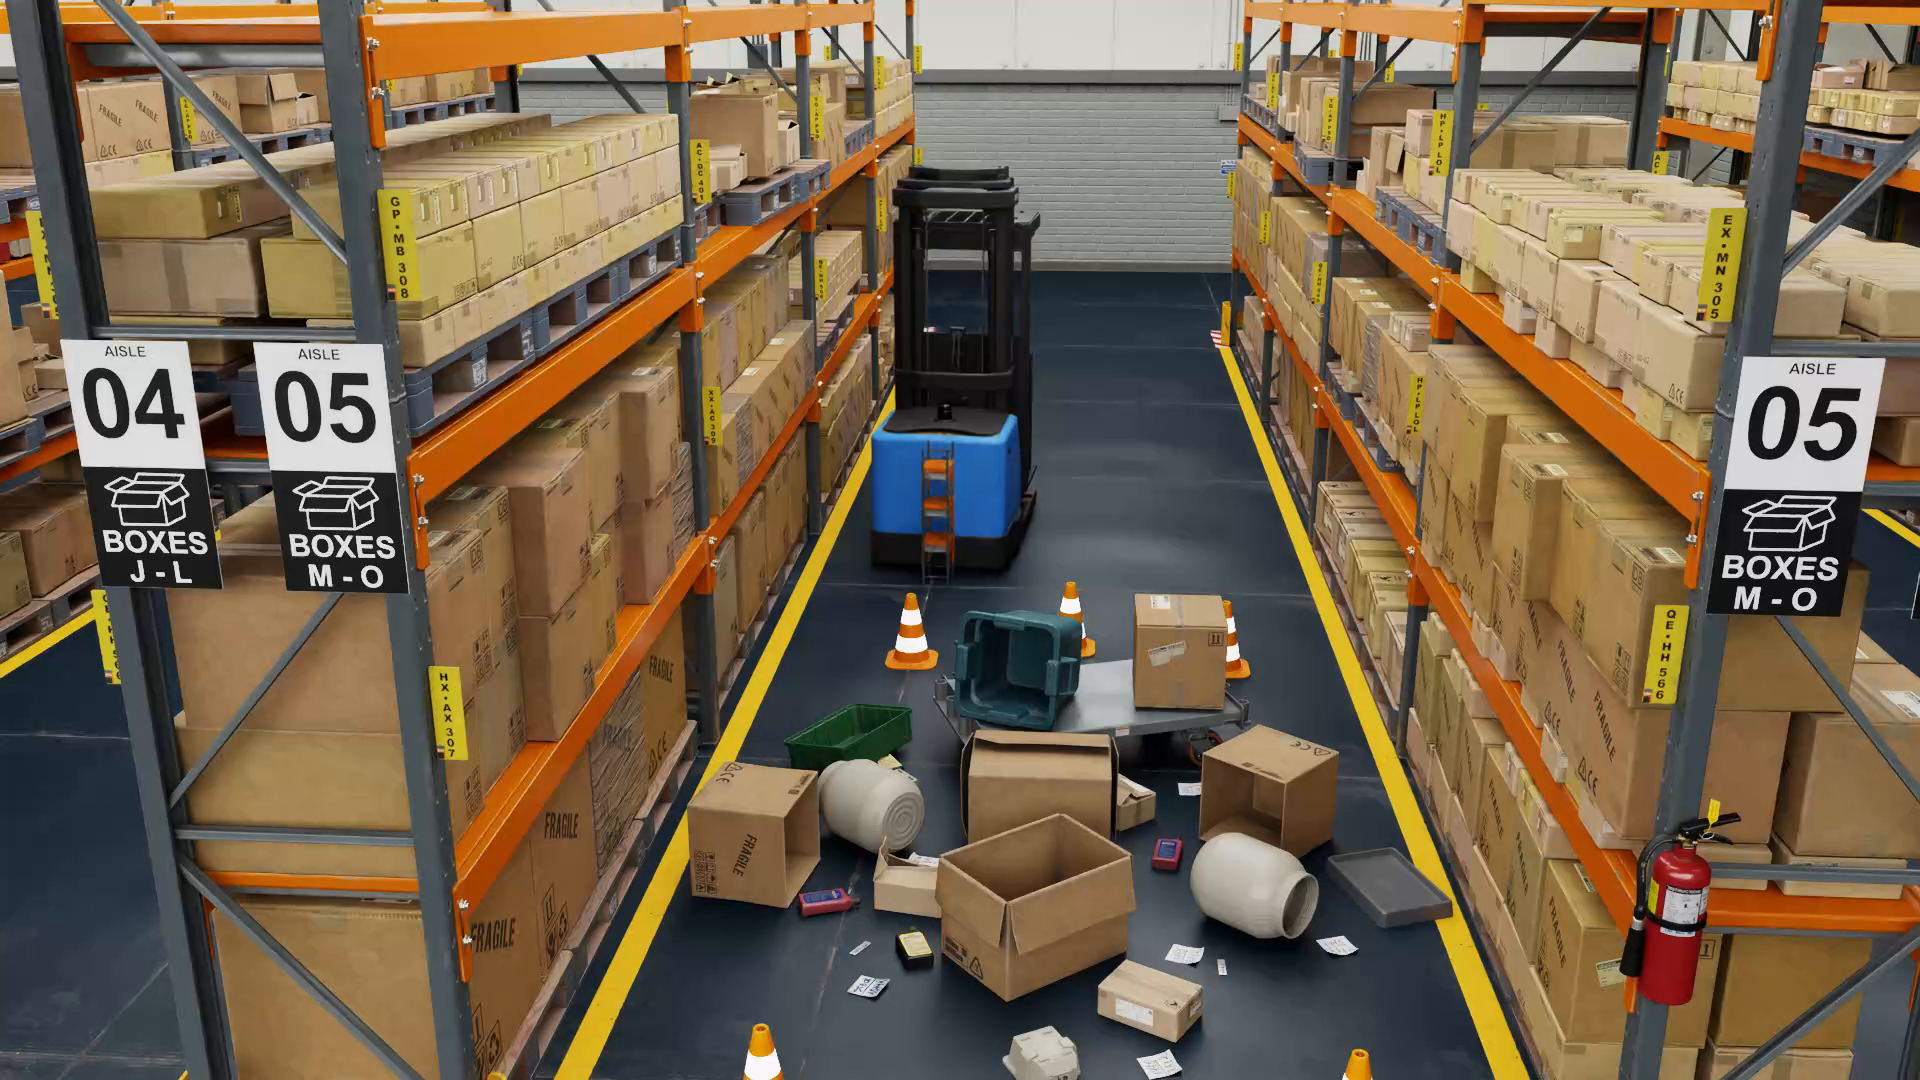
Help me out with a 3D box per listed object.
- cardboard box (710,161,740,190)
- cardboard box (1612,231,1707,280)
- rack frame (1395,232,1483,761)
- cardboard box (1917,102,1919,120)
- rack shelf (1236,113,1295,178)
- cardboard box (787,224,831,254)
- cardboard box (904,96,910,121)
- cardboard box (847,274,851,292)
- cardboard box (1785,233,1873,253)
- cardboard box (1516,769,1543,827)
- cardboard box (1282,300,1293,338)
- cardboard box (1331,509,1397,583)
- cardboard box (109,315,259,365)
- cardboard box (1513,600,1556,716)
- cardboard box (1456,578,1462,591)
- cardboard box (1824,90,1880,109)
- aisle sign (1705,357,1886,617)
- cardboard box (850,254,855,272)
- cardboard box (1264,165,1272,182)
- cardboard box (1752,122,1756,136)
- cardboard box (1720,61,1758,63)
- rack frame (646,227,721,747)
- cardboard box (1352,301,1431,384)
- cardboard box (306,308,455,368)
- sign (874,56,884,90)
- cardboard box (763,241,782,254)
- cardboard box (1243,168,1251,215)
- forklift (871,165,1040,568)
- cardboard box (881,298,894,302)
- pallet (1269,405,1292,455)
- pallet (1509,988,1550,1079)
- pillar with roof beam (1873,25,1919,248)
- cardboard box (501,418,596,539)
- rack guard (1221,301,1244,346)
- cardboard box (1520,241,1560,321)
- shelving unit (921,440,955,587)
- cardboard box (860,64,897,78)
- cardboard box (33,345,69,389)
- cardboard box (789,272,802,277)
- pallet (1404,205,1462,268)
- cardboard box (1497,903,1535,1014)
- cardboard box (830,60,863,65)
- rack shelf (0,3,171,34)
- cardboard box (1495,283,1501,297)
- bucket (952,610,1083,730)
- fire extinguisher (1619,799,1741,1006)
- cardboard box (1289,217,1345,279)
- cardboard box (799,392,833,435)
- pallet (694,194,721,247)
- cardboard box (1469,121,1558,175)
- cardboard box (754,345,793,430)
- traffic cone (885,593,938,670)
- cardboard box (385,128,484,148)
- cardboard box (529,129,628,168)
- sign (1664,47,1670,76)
[{"bbox_3d":[-1.560,-2.229,10.159,0.380,0.149,0.250,1,18,4],"label":"cardboard box"},{"bbox_3d":[2.619,-1.034,6.066,0.380,0.149,0.250,1,18,4],"label":"cardboard box"},{"bbox_3d":[3.025,-0.167,9.116,1.000,3.000,0.127,1,18,4],"label":"rack frame"},{"bbox_3d":[8.085,-3.501,13.596,0.380,0.149,0.250,1,18,4],"label":"cardboard box"},{"bbox_3d":[3.742,-4.356,18.239,1.077,0.370,4.000,1,18,4],"label":"rack shelf"},{"bbox_3d":[-1.594,-3.076,17.356,0.500,0.500,0.500,1,18,4],"label":"cardboard box"},{"bbox_3d":[-0.858,-5.022,19.354,0.500,0.250,0.500,1,18,4],"label":"cardboard box"},{"bbox_3d":[-1.234,-2.447,15.804,0.380,0.149,0.250,0,18,1],"label":"cardboard box"},{"bbox_3d":[3.063,-1.026,6.042,0.380,0.149,0.250,1,18,4],"label":"cardboard box"},{"bbox_3d":[2.516,1.070,6.837,0.380,0.149,0.250,2,18,5],"label":"cardboard box"},{"bbox_3d":[3.170,-1.975,14.874,0.500,0.250,0.500,1,18,3],"label":"cardboard box"},{"bbox_3d":[3.216,0.044,12.016,0.950,0.372,0.625,1,18,3],"label":"cardboard box"},{"bbox_3d":[-2.521,-0.668,5.395,0.380,0.149,0.250,1,18,4],"label":"cardboard box"},{"bbox_3d":[2.582,0.401,6.744,0.500,0.500,0.500,1,18,4],"label":"cardboard box"},{"bbox_3d":[2.727,0.206,8.381,0.380,0.149,0.250,1,18,4],"label":"cardboard box"},{"bbox_3d":[8.082,-3.991,15.060,0.380,0.149,0.250,1,18,3],"label":"cardboard box"},{"bbox_3d":[2.444,-0.147,4.881,0.394,0.787,0.004,1,18,4],"label":"aisle sign"},{"bbox_3d":[-1.216,-2.666,15.992,0.380,0.149,0.250,2,18,6],"label":"cardboard box"},{"bbox_3d":[3.440,-3.900,17.699,0.380,0.149,0.250,1,18,3],"label":"cardboard box"},{"bbox_3d":[8.351,-4.202,17.015,0.380,0.149,0.250,1,18,4],"label":"cardboard box"},{"bbox_3d":[9.083,-5.373,19.147,0.500,0.250,0.500,1,18,2],"label":"cardboard box"},{"bbox_3d":[-1.920,-0.246,9.357,1.000,3.000,0.127,1,18,4],"label":"rack frame"},{"bbox_3d":[2.987,-1.336,11.371,0.500,0.500,0.500,2,18,5],"label":"cardboard box"},{"bbox_3d":[-1.862,-0.656,5.360,0.380,0.149,0.250,1,18,4],"label":"cardboard box"},{"bbox_3d":[-0.793,-4.578,16.297,0.100,0.325,0.005,1,18,4],"label":"sign"},{"bbox_3d":[-1.889,-2.738,15.735,0.380,0.149,0.250,1,18,3],"label":"cardboard box"},{"bbox_3d":[3.507,-3.953,18.904,0.500,0.500,0.500,1,18,3],"label":"cardboard box"},{"bbox_3d":[0.055,-1.597,13.589,1.130,2.935,3.031,3,18,8],"label":"forklift"},{"bbox_3d":[-0.920,-2.854,20.264,0.380,0.149,0.250,2,18,5],"label":"cardboard box"},{"bbox_3d":[3.618,-1.085,16.396,1.003,0.211,1.213,1,18,4],"label":"pallet"},{"bbox_3d":[2.837,2.125,6.598,1.003,0.211,1.213,1,18,4],"label":"pallet"},{"bbox_3d":[5.204,-5.685,16.322,9.100,9.000,0.400,1,18,4],"label":"pillar with roof beam"},{"bbox_3d":[-2.110,-0.214,7.284,0.875,0.550,0.500,1,18,4],"label":"cardboard box"},{"bbox_3d":[3.887,-2.714,20.902,1.175,0.500,0.348,1,18,4],"label":"rack guard"},{"bbox_3d":[2.609,-1.060,6.785,0.500,0.250,0.500,1,18,4],"label":"cardboard box"},{"bbox_3d":[-0.163,-0.194,12.329,0.215,1.050,0.252,3,18,8],"label":"shelving unit"},{"bbox_3d":[-0.914,-5.248,18.601,0.380,0.149,0.250,2,18,5],"label":"cardboard box"},{"bbox_3d":[-6.423,-1.242,11.939,0.396,0.266,0.258,1,18,2],"label":"cardboard box"},{"bbox_3d":[-1.368,-2.150,13.942,0.380,0.149,0.250,1,18,4],"label":"cardboard box"},{"bbox_3d":[3.175,-1.693,9.256,1.213,0.211,1.003,1,18,4],"label":"pallet"},{"bbox_3d":[2.573,1.765,6.962,0.500,0.250,0.500,1,18,4],"label":"cardboard box"},{"bbox_3d":[-1.346,-5.580,19.616,0.380,0.149,0.250,2,18,6],"label":"cardboard box"},{"bbox_3d":[-6.716,-3.328,10.927,1.077,0.370,4.000,1,18,4],"label":"rack shelf"},{"bbox_3d":[2.776,-1.222,7.922,0.380,0.149,0.250,1,18,4],"label":"cardboard box"},{"bbox_3d":[0.370,0.681,9.344,0.726,0.611,0.620,8,10,23],"label":"bucket"},{"bbox_3d":[2.270,1.137,5.259,0.296,0.674,0.183,1,18,4],"label":"fire extinguisher"},{"bbox_3d":[3.202,-2.569,14.680,0.500,0.500,0.500,1,18,3],"label":"cardboard box"},{"bbox_3d":[-1.342,-1.065,13.993,0.500,0.250,0.500,0,18,1],"label":"cardboard box"},{"bbox_3d":[-1.903,-1.867,9.792,0.805,0.209,1.217,1,18,2],"label":"pallet"},{"bbox_3d":[2.939,-2.141,9.087,0.500,0.250,0.500,2,18,5],"label":"cardboard box"},{"bbox_3d":[-1.471,-1.080,11.741,0.500,0.500,0.500,1,18,3],"label":"cardboard box"},{"bbox_3d":[-0.318,0.576,10.920,0.336,0.463,0.334,1,18,4],"label":"traffic cone"},{"bbox_3d":[-2.356,-1.756,7.436,0.380,0.149,0.250,1,18,5],"label":"cardboard box"},{"bbox_3d":[-1.700,-1.743,7.395,0.380,0.149,0.250,1,18,4],"label":"cardboard box"},{"bbox_3d":[8.295,-5.637,19.589,0.100,0.325,0.005,1,18,4],"label":"sign"}]
